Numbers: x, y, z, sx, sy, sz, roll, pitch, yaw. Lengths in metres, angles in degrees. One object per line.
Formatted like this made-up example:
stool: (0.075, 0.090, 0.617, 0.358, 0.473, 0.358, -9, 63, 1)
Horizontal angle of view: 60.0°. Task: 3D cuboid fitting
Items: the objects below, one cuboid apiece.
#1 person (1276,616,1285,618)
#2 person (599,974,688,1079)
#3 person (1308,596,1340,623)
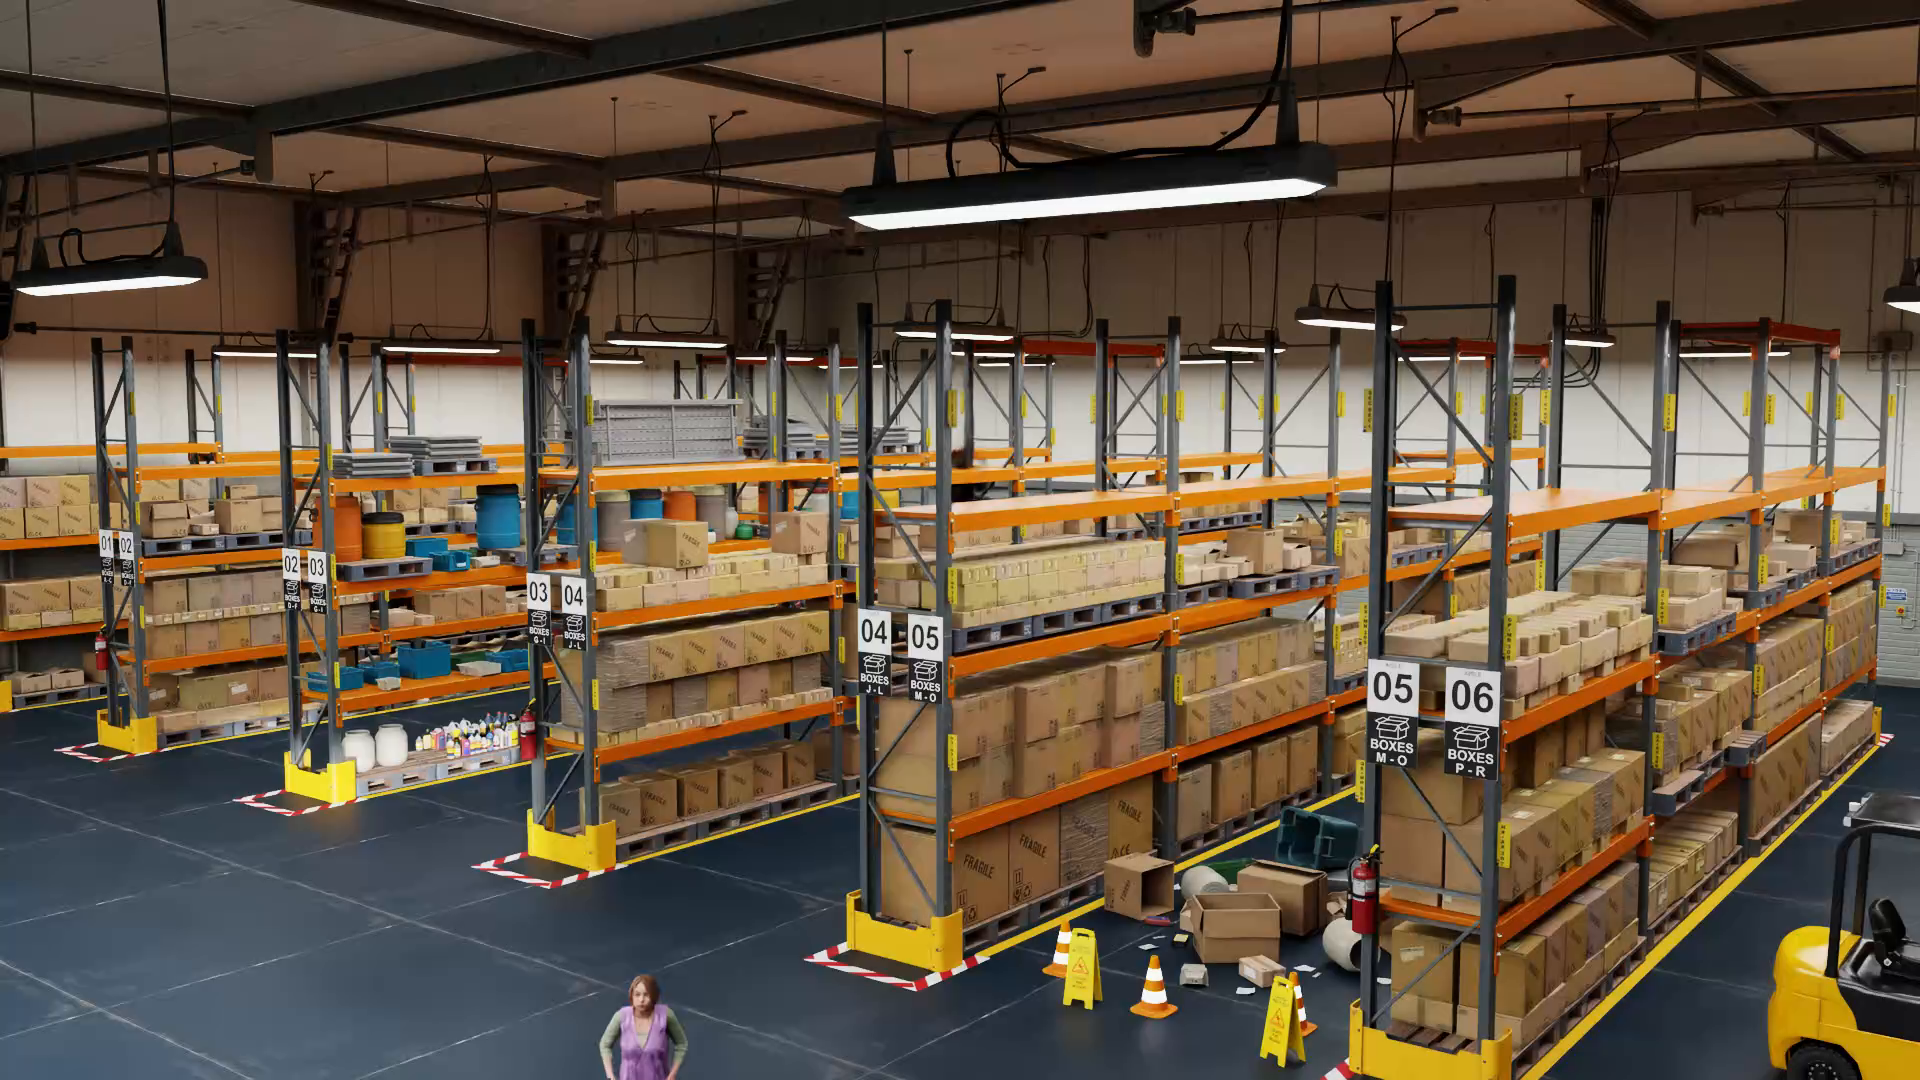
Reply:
person: (4.810, 1.965, 24.893, 0.580, 1.688, 0.778, 3, 6, 34)
person: (-2.003, 3.484, 10.555, 0.559, 1.565, 0.559, -1, 5, -7)
person: (6.594, 1.726, 30.045, 0.642, 1.638, 0.547, 1, 5, 10)
